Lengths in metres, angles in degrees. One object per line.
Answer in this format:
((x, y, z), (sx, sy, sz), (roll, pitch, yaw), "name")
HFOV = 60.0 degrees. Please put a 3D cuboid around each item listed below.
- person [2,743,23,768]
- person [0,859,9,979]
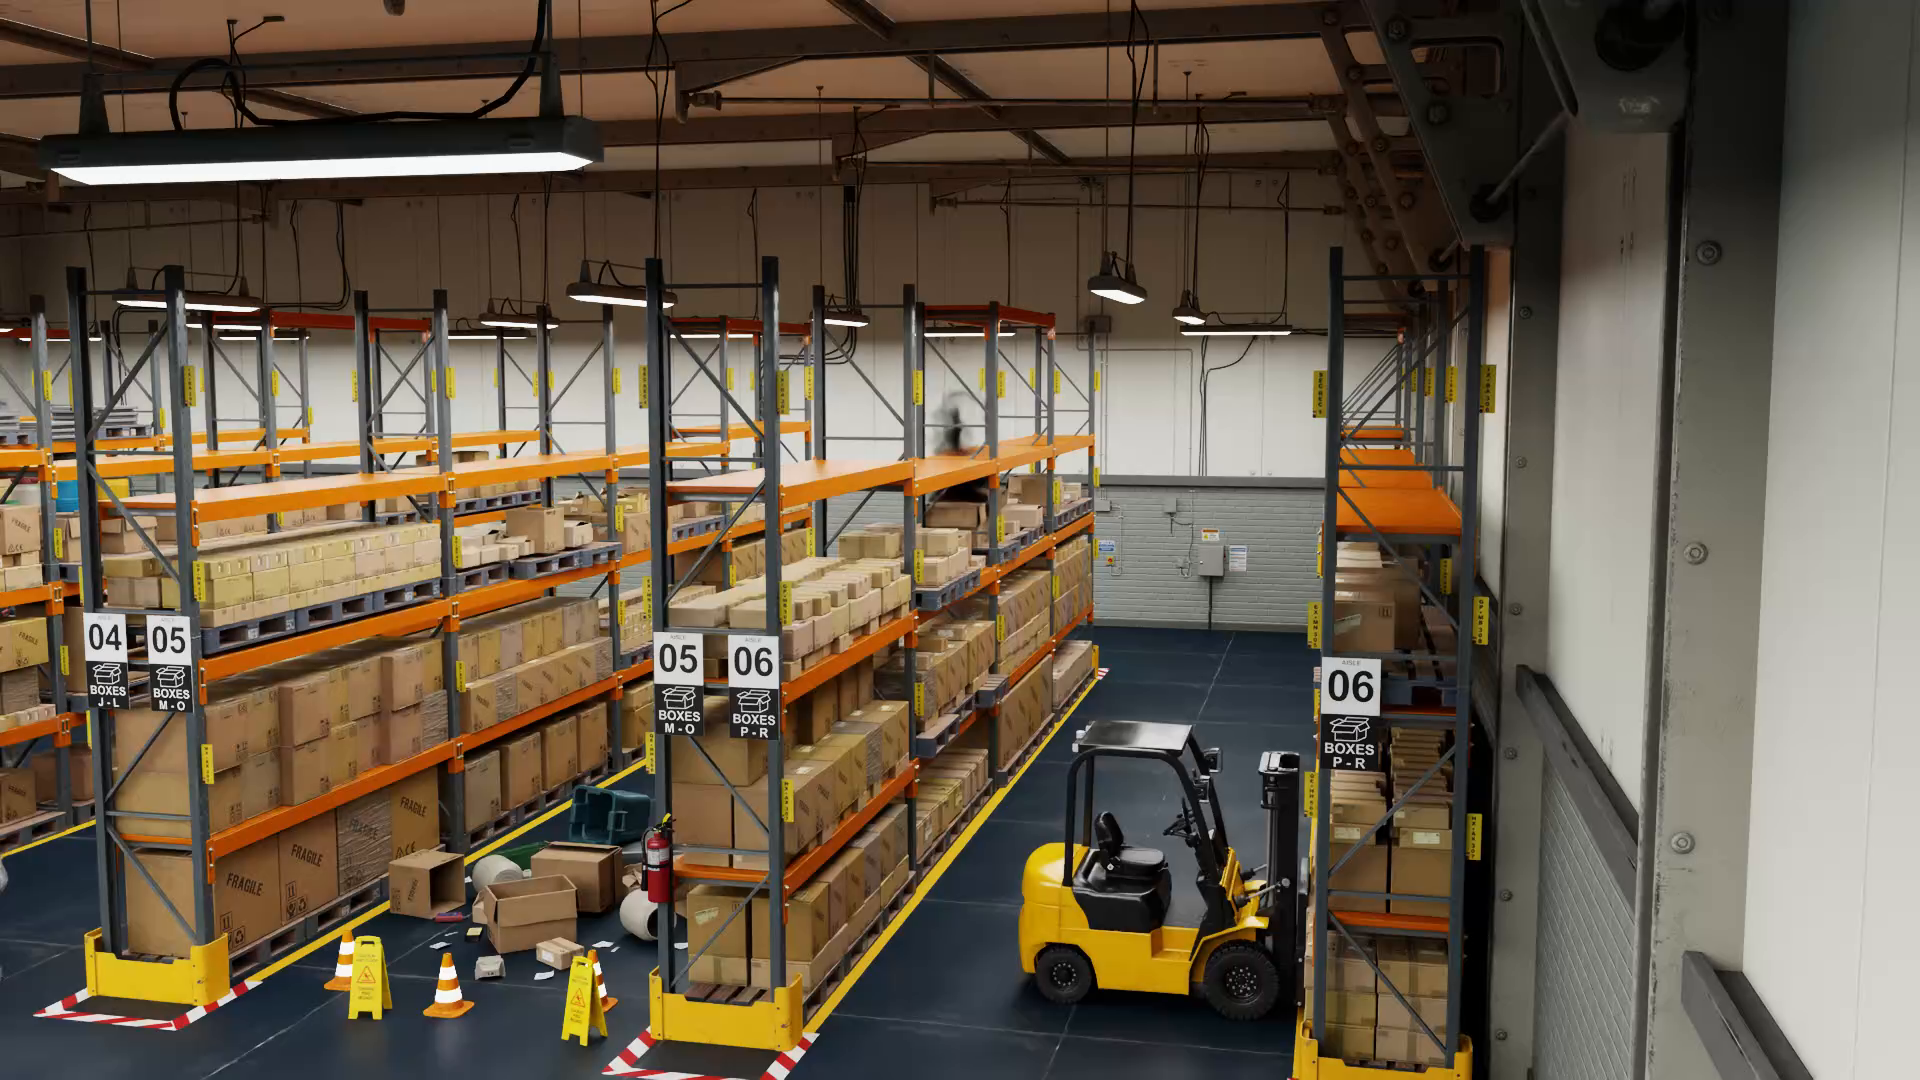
((-12.259, 2.172, 21.337), (0.592, 1.734, 0.684), (0, 6, 5), "person")
((-7.873, 2.964, 13.162), (0.665, 1.769, 0.897), (-1, 6, -11), "person")
